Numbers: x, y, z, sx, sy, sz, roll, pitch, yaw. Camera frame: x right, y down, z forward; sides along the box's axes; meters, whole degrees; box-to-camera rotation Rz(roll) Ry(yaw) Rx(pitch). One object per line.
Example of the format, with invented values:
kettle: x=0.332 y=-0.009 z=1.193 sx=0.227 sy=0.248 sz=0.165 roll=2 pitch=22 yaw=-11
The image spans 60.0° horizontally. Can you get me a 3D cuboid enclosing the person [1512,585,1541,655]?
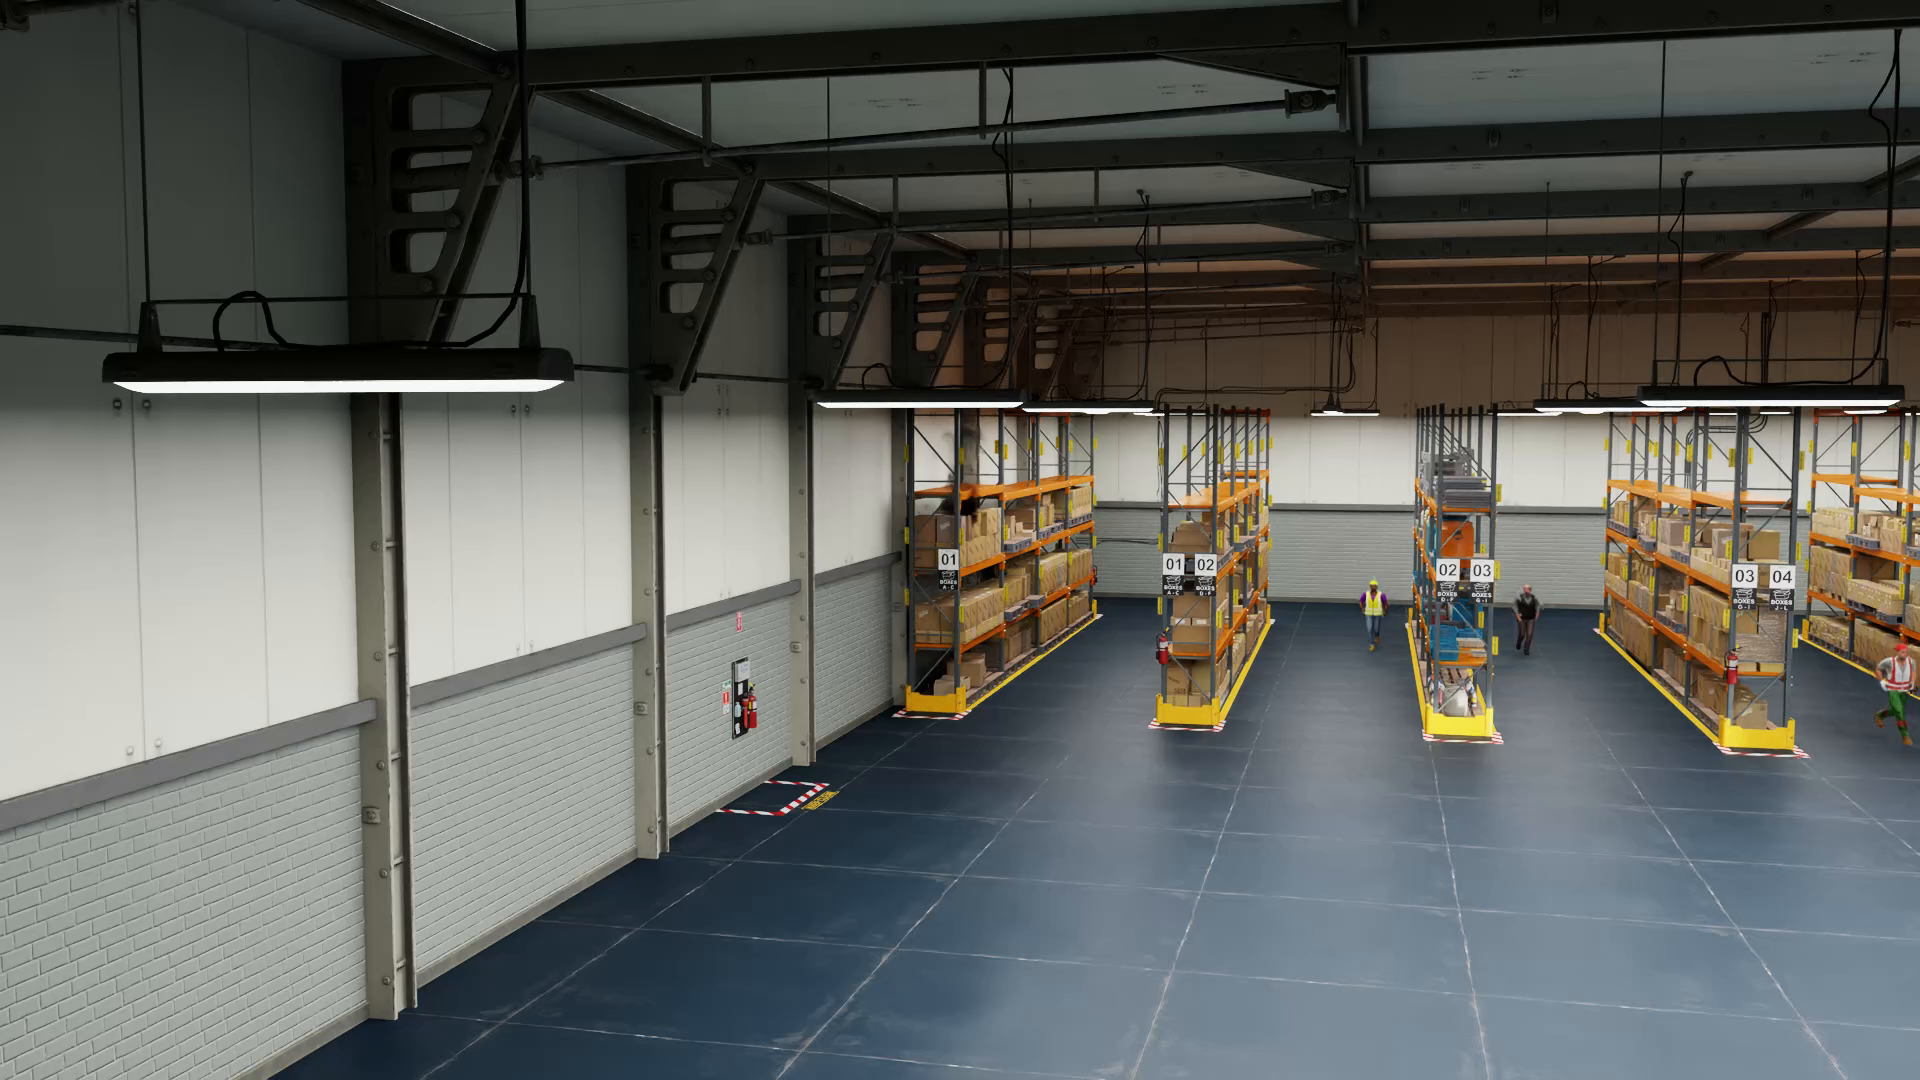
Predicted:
person: x=13.828 y=1.933 z=40.580 sx=0.682 sy=1.702 sz=0.605 roll=1 pitch=4 yaw=8

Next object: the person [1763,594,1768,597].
person: x=18.836 y=2.079 z=38.904 sx=0.593 sy=1.618 sz=0.577 roll=1 pitch=4 yaw=14

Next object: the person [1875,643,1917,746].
person: x=16.659 y=2.693 z=29.626 sx=0.659 sy=1.771 sz=1.121 roll=0 pitch=4 yaw=-2

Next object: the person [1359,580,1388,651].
person: x=10.262 y=1.862 z=41.312 sx=0.701 sy=1.732 sz=0.680 roll=1 pitch=4 yaw=17
